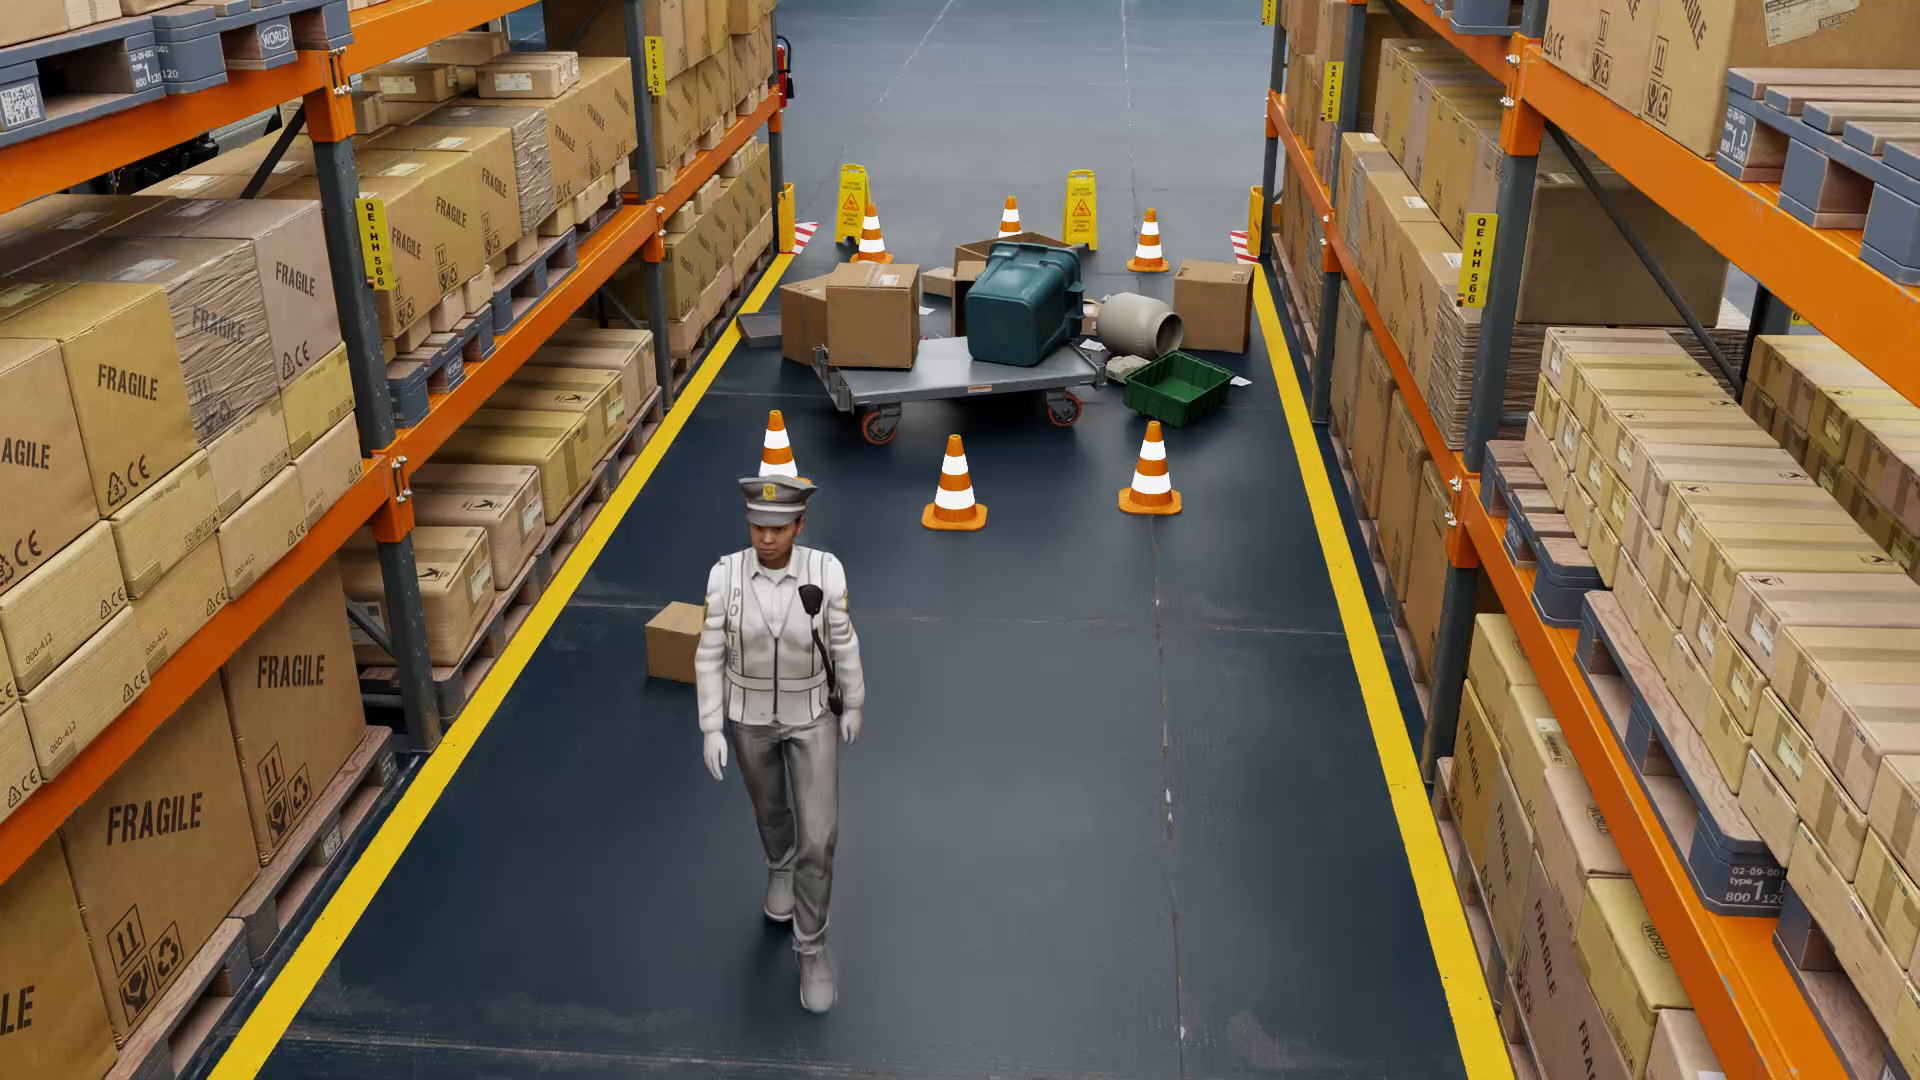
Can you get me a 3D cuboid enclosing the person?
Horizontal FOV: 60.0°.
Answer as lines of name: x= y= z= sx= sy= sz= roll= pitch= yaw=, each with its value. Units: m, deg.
person: x=-0.572 y=0.607 z=5.267 sx=0.522 sy=1.724 sz=0.696 roll=0 pitch=25 yaw=1
